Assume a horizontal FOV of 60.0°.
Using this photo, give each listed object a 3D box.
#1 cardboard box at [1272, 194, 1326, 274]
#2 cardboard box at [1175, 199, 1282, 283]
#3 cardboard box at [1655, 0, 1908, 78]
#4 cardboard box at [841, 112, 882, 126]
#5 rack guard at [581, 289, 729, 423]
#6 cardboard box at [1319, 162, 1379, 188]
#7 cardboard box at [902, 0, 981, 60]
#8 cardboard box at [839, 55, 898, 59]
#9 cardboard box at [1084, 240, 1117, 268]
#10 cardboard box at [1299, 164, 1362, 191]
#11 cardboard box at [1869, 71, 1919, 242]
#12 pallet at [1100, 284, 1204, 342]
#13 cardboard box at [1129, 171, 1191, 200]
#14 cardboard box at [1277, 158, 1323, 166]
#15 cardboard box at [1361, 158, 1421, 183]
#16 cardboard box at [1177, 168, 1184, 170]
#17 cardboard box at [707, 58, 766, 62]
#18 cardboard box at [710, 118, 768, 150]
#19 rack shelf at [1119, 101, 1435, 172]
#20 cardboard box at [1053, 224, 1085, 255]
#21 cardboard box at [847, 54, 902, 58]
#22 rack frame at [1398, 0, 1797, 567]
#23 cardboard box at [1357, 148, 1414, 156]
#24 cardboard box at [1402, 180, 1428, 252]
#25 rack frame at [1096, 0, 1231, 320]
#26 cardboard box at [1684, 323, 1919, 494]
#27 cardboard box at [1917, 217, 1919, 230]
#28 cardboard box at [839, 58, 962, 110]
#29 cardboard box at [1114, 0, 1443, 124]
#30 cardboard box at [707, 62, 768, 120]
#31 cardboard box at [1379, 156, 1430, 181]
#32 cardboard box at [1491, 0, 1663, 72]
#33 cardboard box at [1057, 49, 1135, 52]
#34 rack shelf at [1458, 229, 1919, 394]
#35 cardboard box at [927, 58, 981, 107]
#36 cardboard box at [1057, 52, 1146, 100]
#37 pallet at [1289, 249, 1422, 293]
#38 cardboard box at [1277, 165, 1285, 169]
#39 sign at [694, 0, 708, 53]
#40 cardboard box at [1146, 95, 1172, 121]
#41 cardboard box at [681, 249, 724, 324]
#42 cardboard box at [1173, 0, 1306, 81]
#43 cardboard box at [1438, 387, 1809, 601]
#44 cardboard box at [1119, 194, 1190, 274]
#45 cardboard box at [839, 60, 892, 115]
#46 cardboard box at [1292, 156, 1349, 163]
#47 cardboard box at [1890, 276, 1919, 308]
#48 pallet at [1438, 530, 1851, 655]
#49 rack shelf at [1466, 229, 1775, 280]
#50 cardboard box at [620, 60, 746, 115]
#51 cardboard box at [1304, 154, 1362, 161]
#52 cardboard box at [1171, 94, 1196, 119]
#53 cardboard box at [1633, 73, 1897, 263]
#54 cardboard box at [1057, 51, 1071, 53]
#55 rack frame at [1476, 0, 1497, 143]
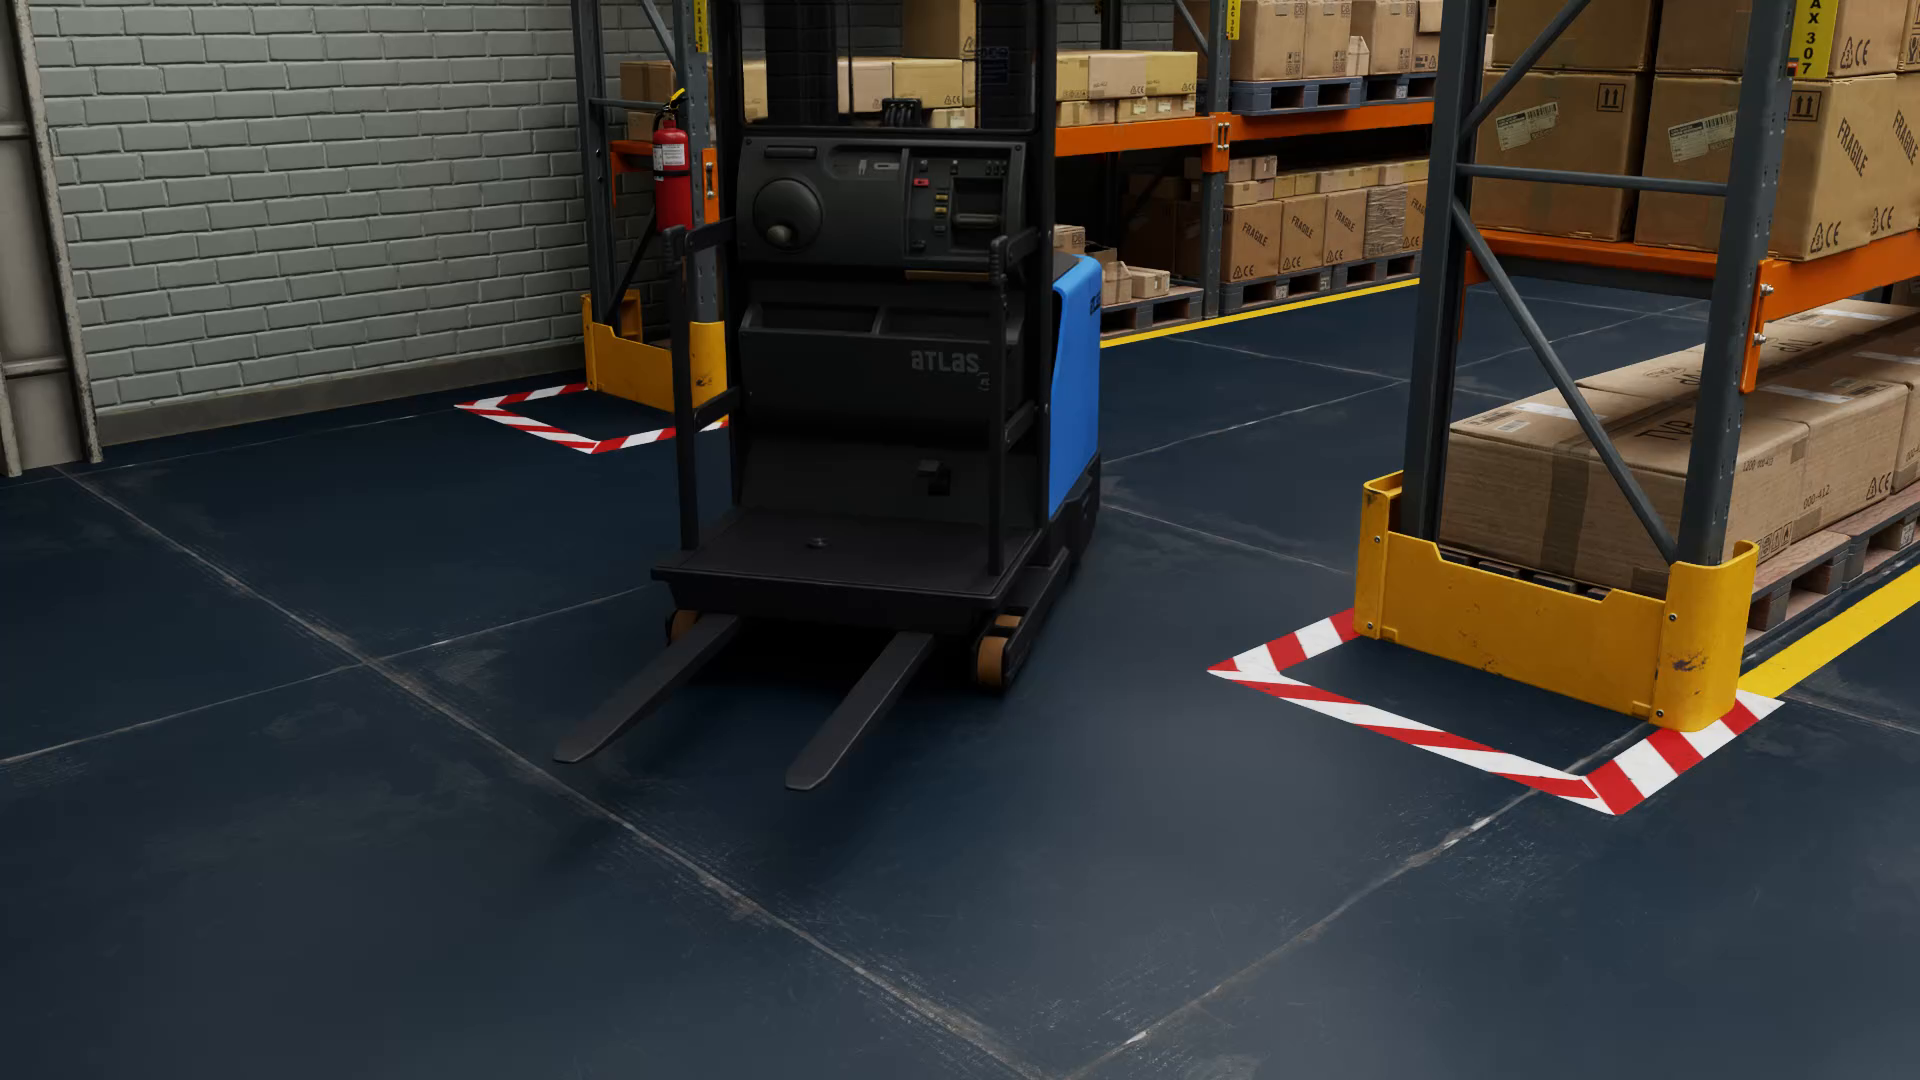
[{"bbox_3d":[2.210,-2.174,11.700,0.500,0.500,0.500,-17,24,-42],"label":"cardboard box"},{"bbox_3d":[1.830,-2.059,11.345,0.500,0.500,0.500,-15,23,-38],"label":"cardboard box"},{"bbox_3d":[2.375,-1.599,4.768,0.500,0.500,0.500,-17,25,-42],"label":"cardboard box"},{"bbox_3d":[-0.610,-2.205,8.830,0.250,0.149,0.380,-15,23,-39],"label":"cardboard box"},{"bbox_3d":[-1.527,-0.976,8.685,0.348,0.500,1.175,-16,24,-41],"label":"rack guard"},{"bbox_3d":[2.849,-2.687,12.228,0.250,0.149,0.380,-16,24,-41],"label":"cardboard box"},{"bbox_3d":[0.022,-2.930,9.202,0.500,0.500,0.500,-15,24,-39],"label":"cardboard box"},{"bbox_3d":[-0.692,-2.589,9.367,0.500,0.250,0.500,-15,23,-39],"label":"cardboard box"},{"bbox_3d":[0.681,-1.830,10.945,0.500,0.311,0.500,-15,23,-39],"label":"cardboard box"},{"bbox_3d":[2.673,-2.623,12.032,0.250,0.149,0.380,-15,23,-39],"label":"cardboard box"},{"bbox_3d":[2.725,-1.236,5.271,0.500,0.500,0.500,-17,24,-42],"label":"cardboard box"},{"bbox_3d":[0.824,-1.525,10.846,1.213,0.211,1.003,-16,24,-41],"label":"pallet"},{"bbox_3d":[1.393,-2.459,11.524,0.380,0.149,0.250,17,24,42],"label":"cardboard box"},{"bbox_3d":[2.509,-2.789,12.544,0.265,0.149,0.390,-16,24,-41],"label":"cardboard box"},{"bbox_3d":[3.243,-2.793,12.555,0.250,0.149,0.380,-17,24,-42],"label":"cardboard box"},{"bbox_3d":[1.751,-2.569,11.865,0.250,0.149,0.380,-16,24,-40],"label":"cardboard box"},{"bbox_3d":[-1.055,-2.485,9.047,0.500,0.250,0.500,-16,24,-41],"label":"cardboard box"},{"bbox_3d":[-1.155,-2.038,8.314,0.250,0.149,0.380,-16,24,-41],"label":"cardboard box"},{"bbox_3d":[2.777,-3.078,12.282,4.000,0.370,1.077,-16,24,-41],"label":"rack shelf"},{"bbox_3d":[0.329,-1.661,10.115,0.700,0.500,0.500,17,24,42],"label":"cardboard box"},{"bbox_3d":[-0.312,-2.700,9.709,0.500,0.250,0.500,-16,24,-41],"label":"cardboard box"},{"bbox_3d":[1.830,-1.038,4.821,0.127,3.000,1.000,-16,24,-41],"label":"rack frame"},{"bbox_3d":[3.426,-3.073,13.418,0.250,0.149,0.380,-15,23,-39],"label":"cardboard box"},{"bbox_3d":[3.321,-2.502,12.710,0.500,0.500,0.500,-15,23,-39],"label":"cardboard box"},{"bbox_3d":[1.324,-2.997,10.864,0.127,3.000,1.000,-16,24,-41],"label":"rack frame"},{"bbox_3d":[3.557,-0.567,6.844,0.875,0.438,0.875,17,25,42],"label":"cardboard box"},{"bbox_3d":[3.107,-1.340,5.591,0.500,0.500,0.500,-16,24,-41],"label":"cardboard box"},{"bbox_3d":[-0.336,-2.470,9.000,0.500,0.250,0.500,-17,24,-42],"label":"cardboard box"},{"bbox_3d":[2.058,-3.298,11.286,3.665,0.713,0.828,-15,24,-39],"label":"cardboard box"},{"bbox_3d":[-1.068,-2.255,8.337,0.500,0.250,0.500,-16,24,-41],"label":"cardboard box"},{"bbox_3d":[3.424,-2.846,12.718,0.250,0.149,0.380,-15,23,-39],"label":"cardboard box"},{"bbox_3d":[2.017,-1.716,5.131,0.500,0.500,0.500,-15,23,-39],"label":"cardboard box"},{"bbox_3d":[0.778,-3.022,10.704,0.500,0.250,0.500,-17,24,-41],"label":"cardboard box"},{"bbox_3d":[3.284,-1.119,6.239,4.000,0.370,1.077,-16,24,-41],"label":"rack shelf"},{"bbox_3d":[0.021,-2.583,9.349,0.500,0.250,0.500,-17,25,-42],"label":"cardboard box"},{"bbox_3d":[0.767,-2.795,10.002,0.500,0.250,0.500,-16,24,-41],"label":"cardboard box"},{"bbox_3d":[2.776,-2.111,12.653,1.213,0.211,1.003,-16,24,-41],"label":"pallet"},{"bbox_3d":[2.156,-2.675,12.193,0.250,0.149,0.380,-15,23,-39],"label":"cardboard box"},{"bbox_3d":[-1.210,-2.439,7.741,0.005,0.325,0.100,-16,24,-41],"label":"sign"},{"bbox_3d":[1.091,-2.693,10.334,0.250,0.149,0.380,-15,24,-39],"label":"cardboard box"},{"bbox_3d":[-1.073,-1.270,8.904,0.797,0.503,0.637,17,24,42],"label":"cardboard box"},{"bbox_3d":[1.829,-3.296,10.945,0.500,0.500,0.700,-15,24,-39],"label":"cardboard box"},{"bbox_3d":[2.241,-0.181,5.652,0.875,0.438,0.875,17,24,42],"label":"cardboard box"},{"bbox_3d":[1.477,-2.178,11.710,0.500,0.500,0.500,-16,24,-41],"label":"cardboard box"},{"bbox_3d":[-0.702,-2.362,8.667,0.500,0.250,0.500,-16,24,-40],"label":"cardboard box"},{"bbox_3d":[2.734,-2.837,12.691,0.250,0.149,0.380,-16,24,-40],"label":"cardboard box"},{"bbox_3d":[5.132,-1.223,8.159,0.875,0.875,0.875,-15,23,-39],"label":"cardboard box"},{"bbox_3d":[2.358,0.102,5.828,1.213,0.211,1.003,-16,24,-41],"label":"pallet"},{"bbox_3d":[5.021,-2.920,3.801,3.910,4.714,5.869,-16,24,-41],"label":"rack shelf"},{"bbox_3d":[-1.431,-2.376,8.711,0.500,0.250,0.500,-15,23,-39],"label":"cardboard box"},{"bbox_3d":[2.882,-2.899,12.883,0.250,0.149,0.380,-17,24,-42],"label":"cardboard box"},{"bbox_3d":[1.266,-2.753,10.520,0.250,0.149,0.380,-16,24,-40],"label":"cardboard box"},{"bbox_3d":[2.376,-1.122,4.921,0.500,0.500,0.500,-17,24,-41],"label":"cardboard box"},{"bbox_3d":[0.419,-2.915,10.371,0.500,0.250,0.500,-17,24,-41],"label":"cardboard box"},{"bbox_3d":[7.428,-4.081,12.893,4.036,3.426,6.040,-16,24,-41],"label":"rack frame"}]
